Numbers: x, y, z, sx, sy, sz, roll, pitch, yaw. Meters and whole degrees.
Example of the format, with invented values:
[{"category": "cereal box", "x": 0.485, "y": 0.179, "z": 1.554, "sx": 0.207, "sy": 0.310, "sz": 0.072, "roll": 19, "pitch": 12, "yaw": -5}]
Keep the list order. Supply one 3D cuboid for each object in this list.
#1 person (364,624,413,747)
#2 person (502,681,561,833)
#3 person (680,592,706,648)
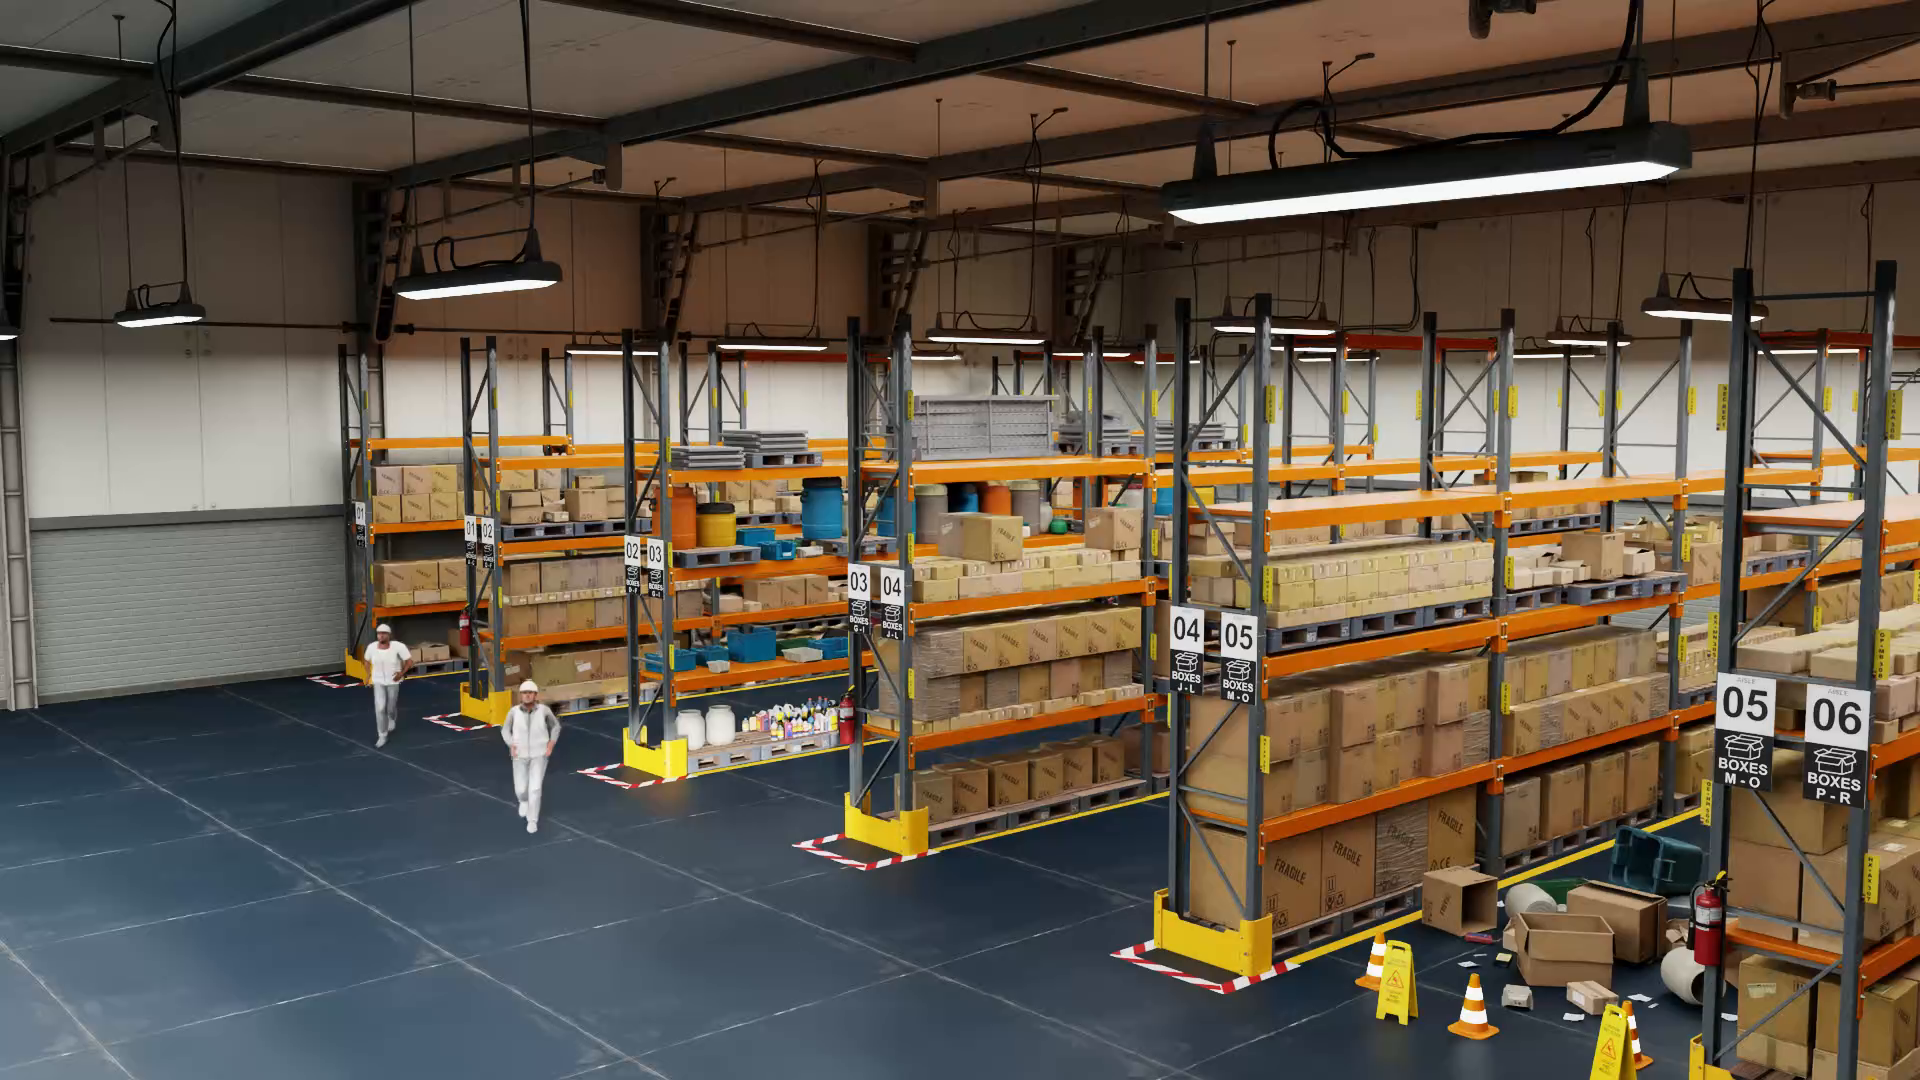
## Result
[{"category": "person", "x": -8.427, "y": 2.101, "z": 24.532, "sx": 0.701, "sy": 1.773, "sz": 0.798, "roll": -1, "pitch": 5, "yaw": -8}, {"category": "person", "x": -5.084, "y": 2.536, "z": 19.744, "sx": 0.684, "sy": 1.761, "sz": 0.685, "roll": -1, "pitch": 5, "yaw": -10}, {"category": "person", "x": -5.015, "y": 1.539, "z": 30.685, "sx": 0.749, "sy": 1.825, "sz": 0.635, "roll": -4, "pitch": 7, "yaw": -39}]
